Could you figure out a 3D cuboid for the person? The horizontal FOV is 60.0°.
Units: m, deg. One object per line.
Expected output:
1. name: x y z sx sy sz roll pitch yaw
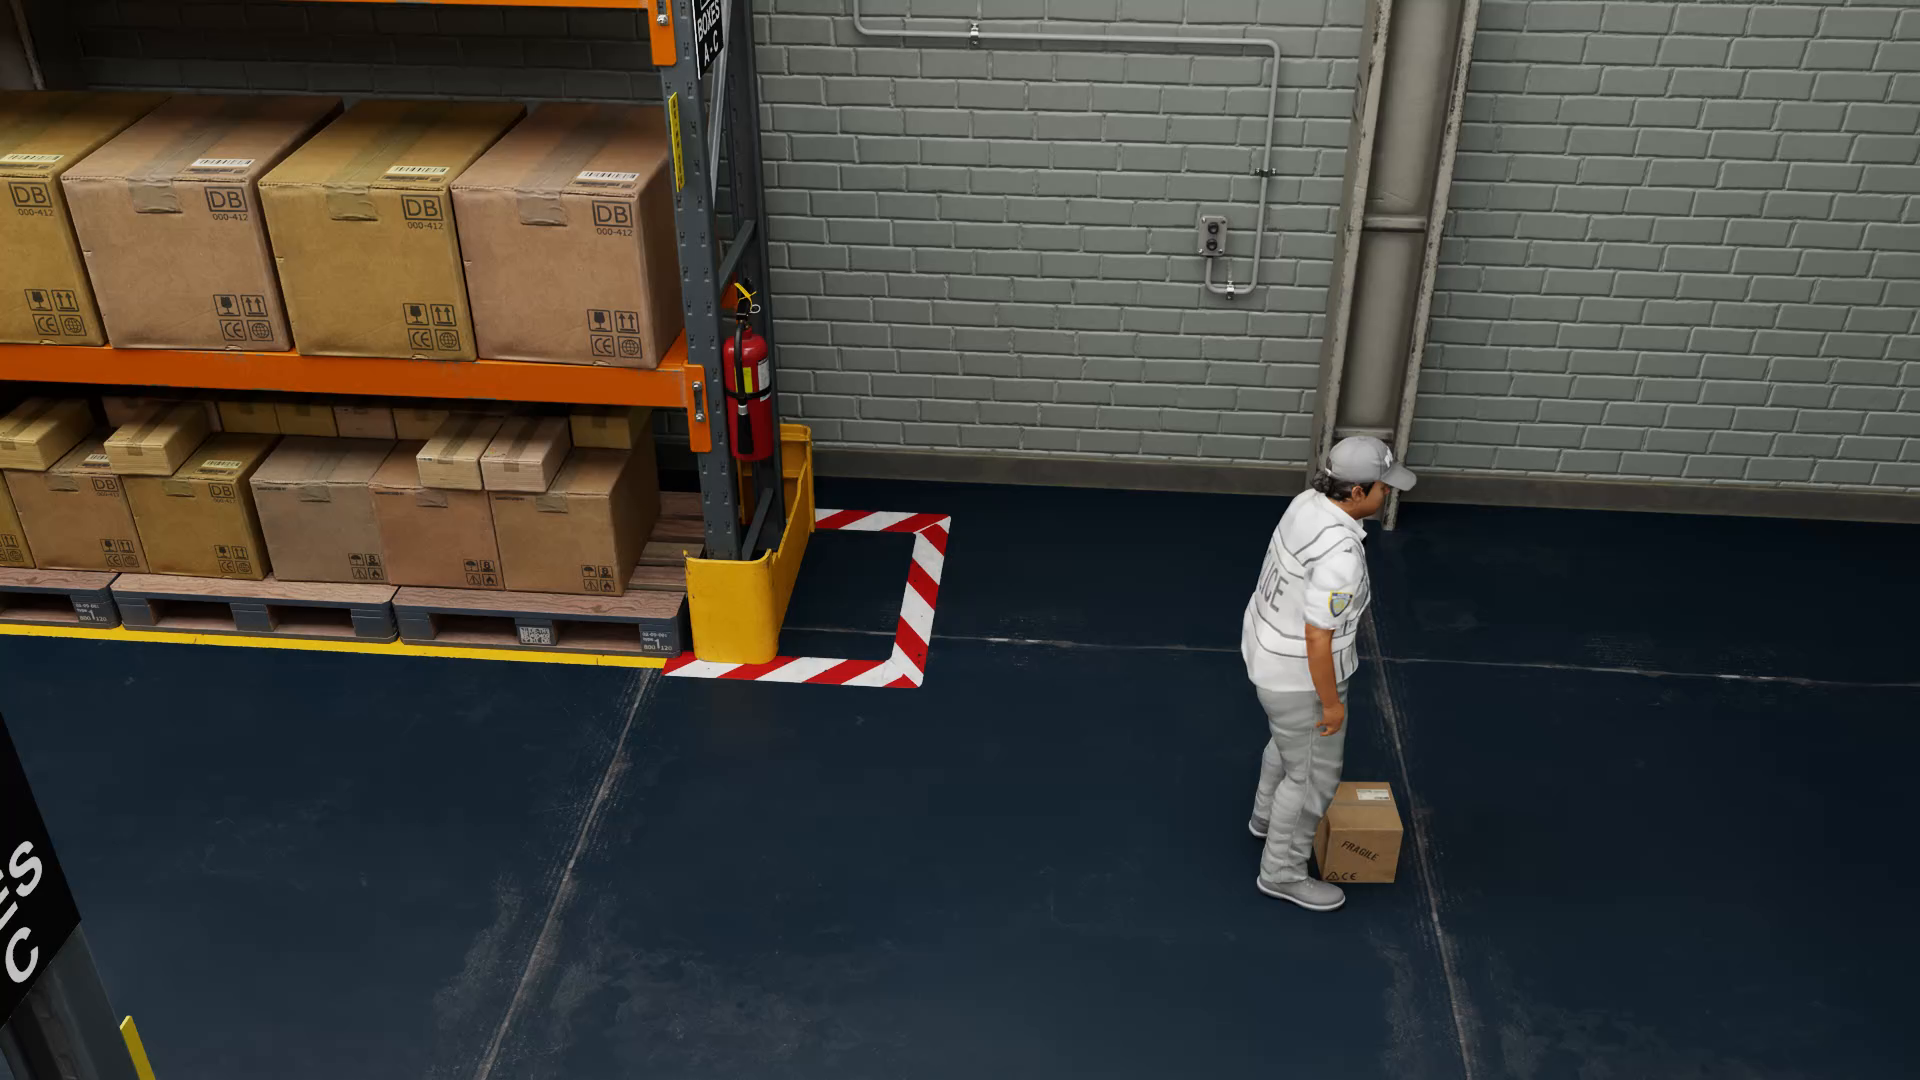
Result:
1. person: 1.171 0.416 5.468 0.468 1.666 0.563 1 32 1
